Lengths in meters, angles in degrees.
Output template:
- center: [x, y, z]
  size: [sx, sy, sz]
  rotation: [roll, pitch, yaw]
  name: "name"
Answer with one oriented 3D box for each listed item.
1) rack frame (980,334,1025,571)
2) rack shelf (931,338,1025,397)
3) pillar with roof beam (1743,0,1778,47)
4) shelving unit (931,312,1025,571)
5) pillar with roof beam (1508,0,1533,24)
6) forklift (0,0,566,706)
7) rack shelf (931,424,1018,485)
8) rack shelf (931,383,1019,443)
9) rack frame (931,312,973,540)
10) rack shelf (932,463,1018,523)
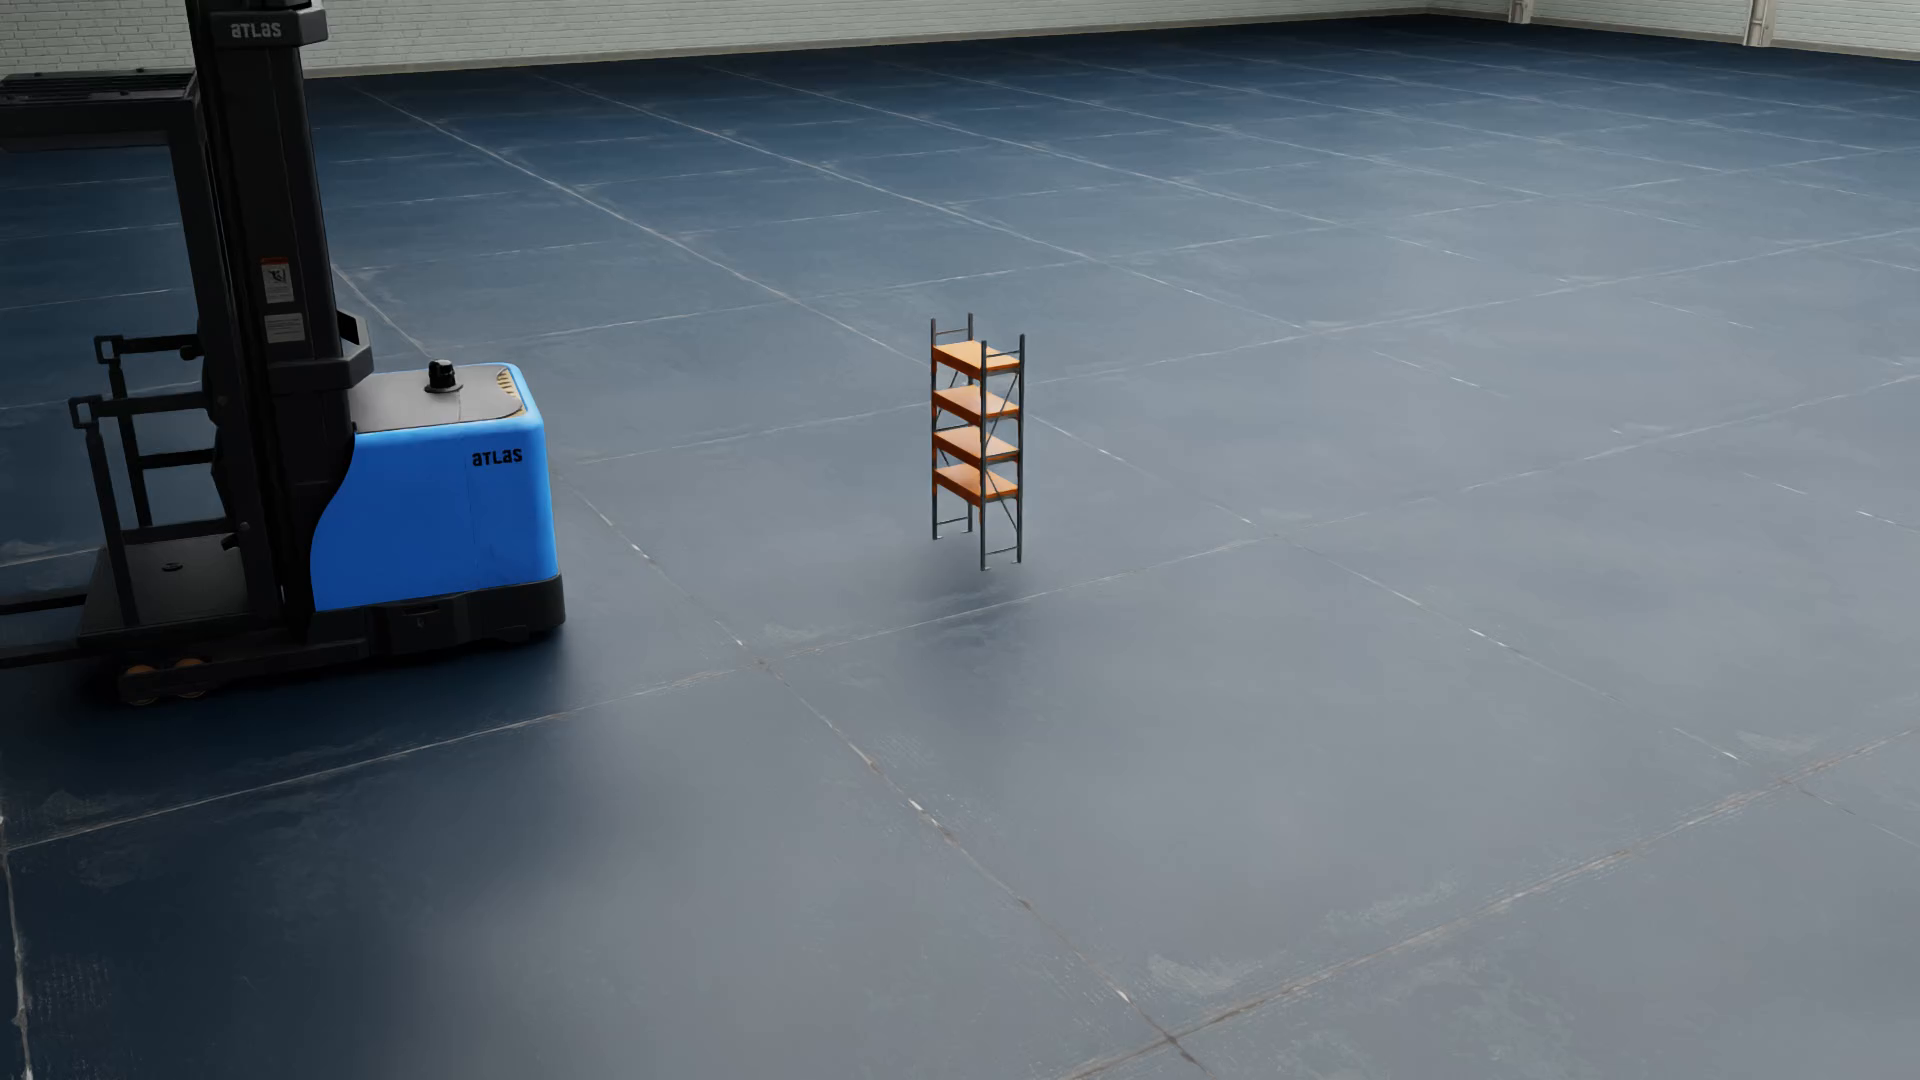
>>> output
- center: [0.209, -0.423, 8.259]
  size: [0.240, 1.200, 0.015]
  rotation: [-13, 25, -28]
  name: "rack frame"
- center: [0.085, -0.866, 8.306]
  size: [0.258, 0.148, 0.480]
  rotation: [-13, 25, -28]
  name: "rack shelf"
- center: [11.981, -13.065, 29.005]
  size: [9.100, 9.000, 0.400]
  rotation: [-13, 25, -28]
  name: "pillar with roof beam"
- center: [0.085, -0.502, 8.454]
  size: [0.258, 1.200, 0.503]
  rotation: [-13, 25, -28]
  name: "shelving unit"
- center: [8.916, -15.008, 33.784]
  size: [9.100, 9.000, 0.400]
  rotation: [-13, 25, -28]
  name: "pillar with roof beam"
- center: [-3.400, -0.878, 7.079]
  size: [3.031, 2.935, 1.130]
  rotation: [-8, 23, -19]
  name: "forklift"
- center: [0.085, -0.440, 8.479]
  size: [0.258, 0.148, 0.480]
  rotation: [-13, 25, -28]
  name: "rack shelf"
- center: [0.085, -0.647, 8.395]
  size: [0.258, 0.148, 0.480]
  rotation: [-13, 25, -28]
  name: "rack shelf"
- center: [-0.040, -0.581, 8.648]
  size: [0.240, 1.200, 0.015]
  rotation: [-13, 25, -28]
  name: "rack frame"
- center: [0.085, -0.256, 8.554]
  size: [0.258, 0.148, 0.480]
  rotation: [-13, 25, -28]
  name: "rack shelf"
